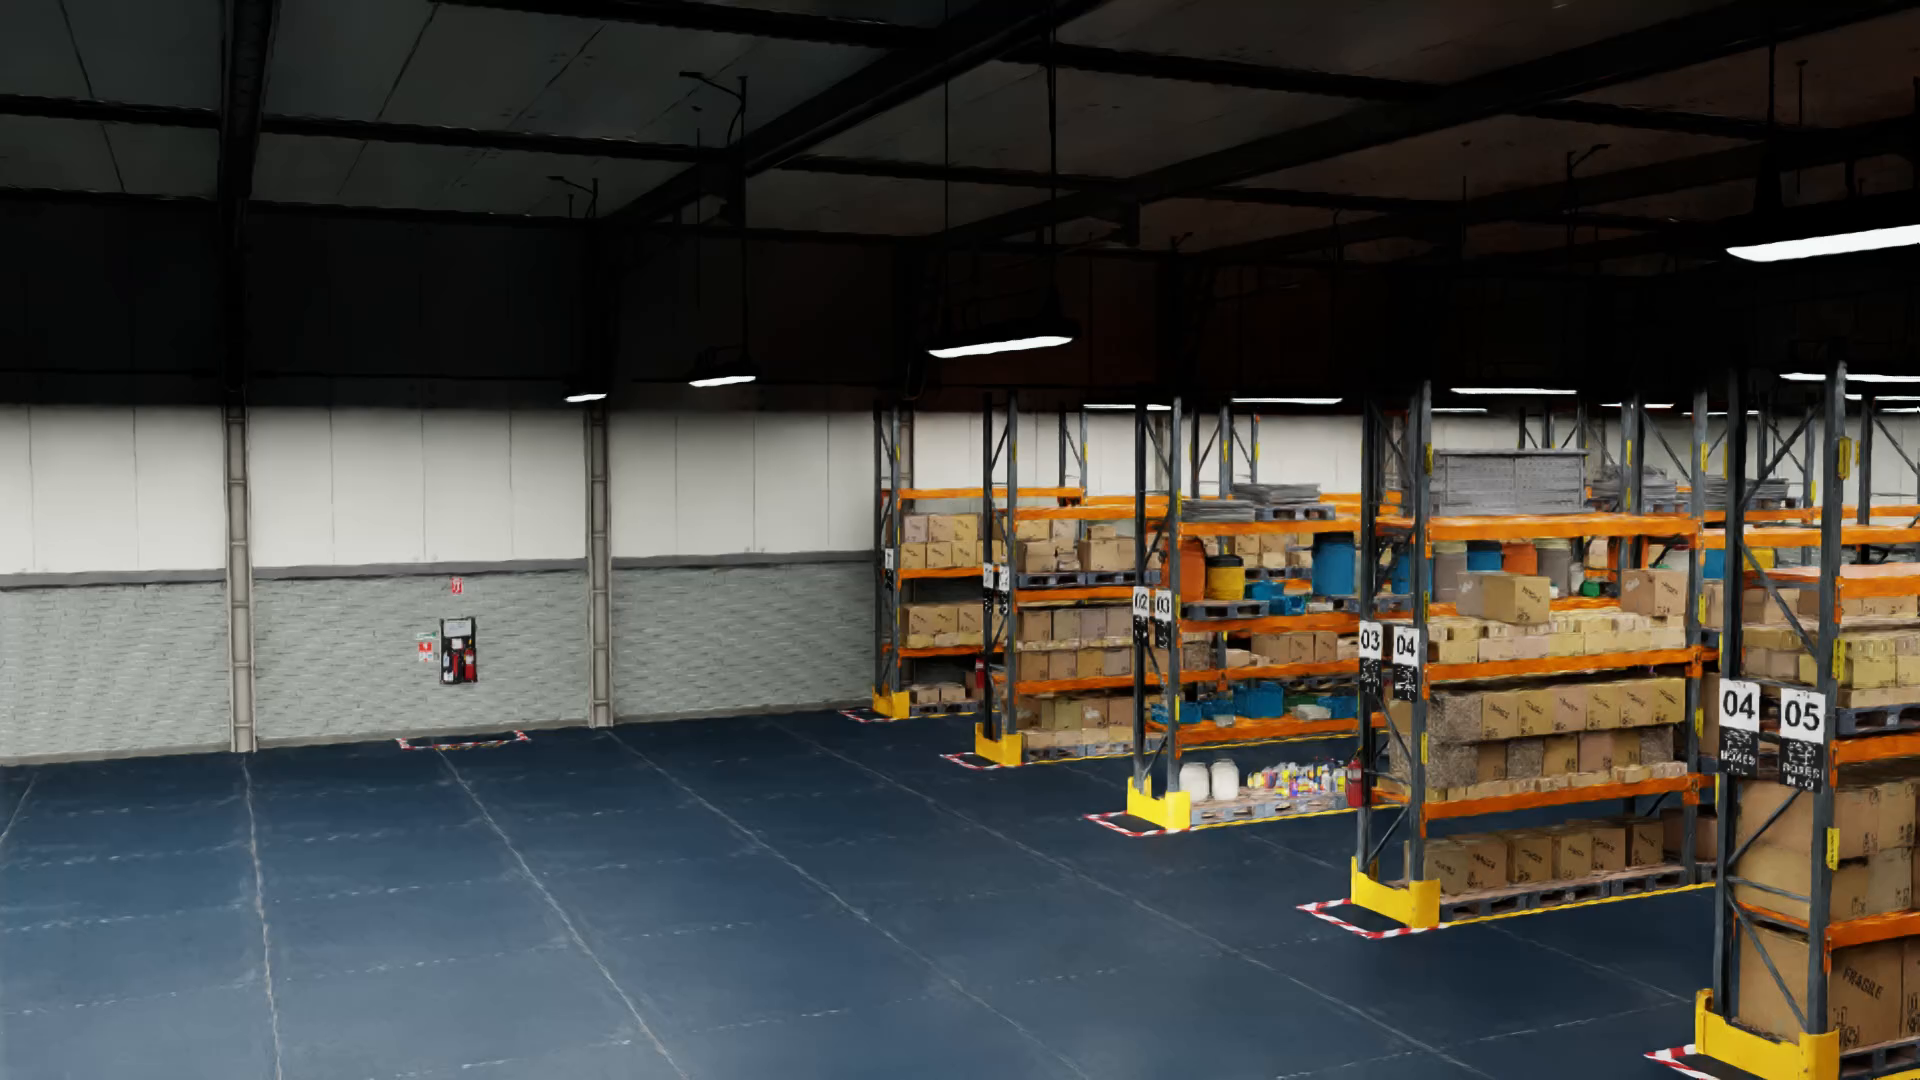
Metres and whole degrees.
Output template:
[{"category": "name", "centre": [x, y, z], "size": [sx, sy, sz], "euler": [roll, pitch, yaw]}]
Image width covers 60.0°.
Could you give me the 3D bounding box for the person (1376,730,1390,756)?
[{"category": "person", "centre": [7.370, 2.708, 27.429], "size": [1.029, 1.725, 0.555], "euler": [-2, 4, -25]}]
